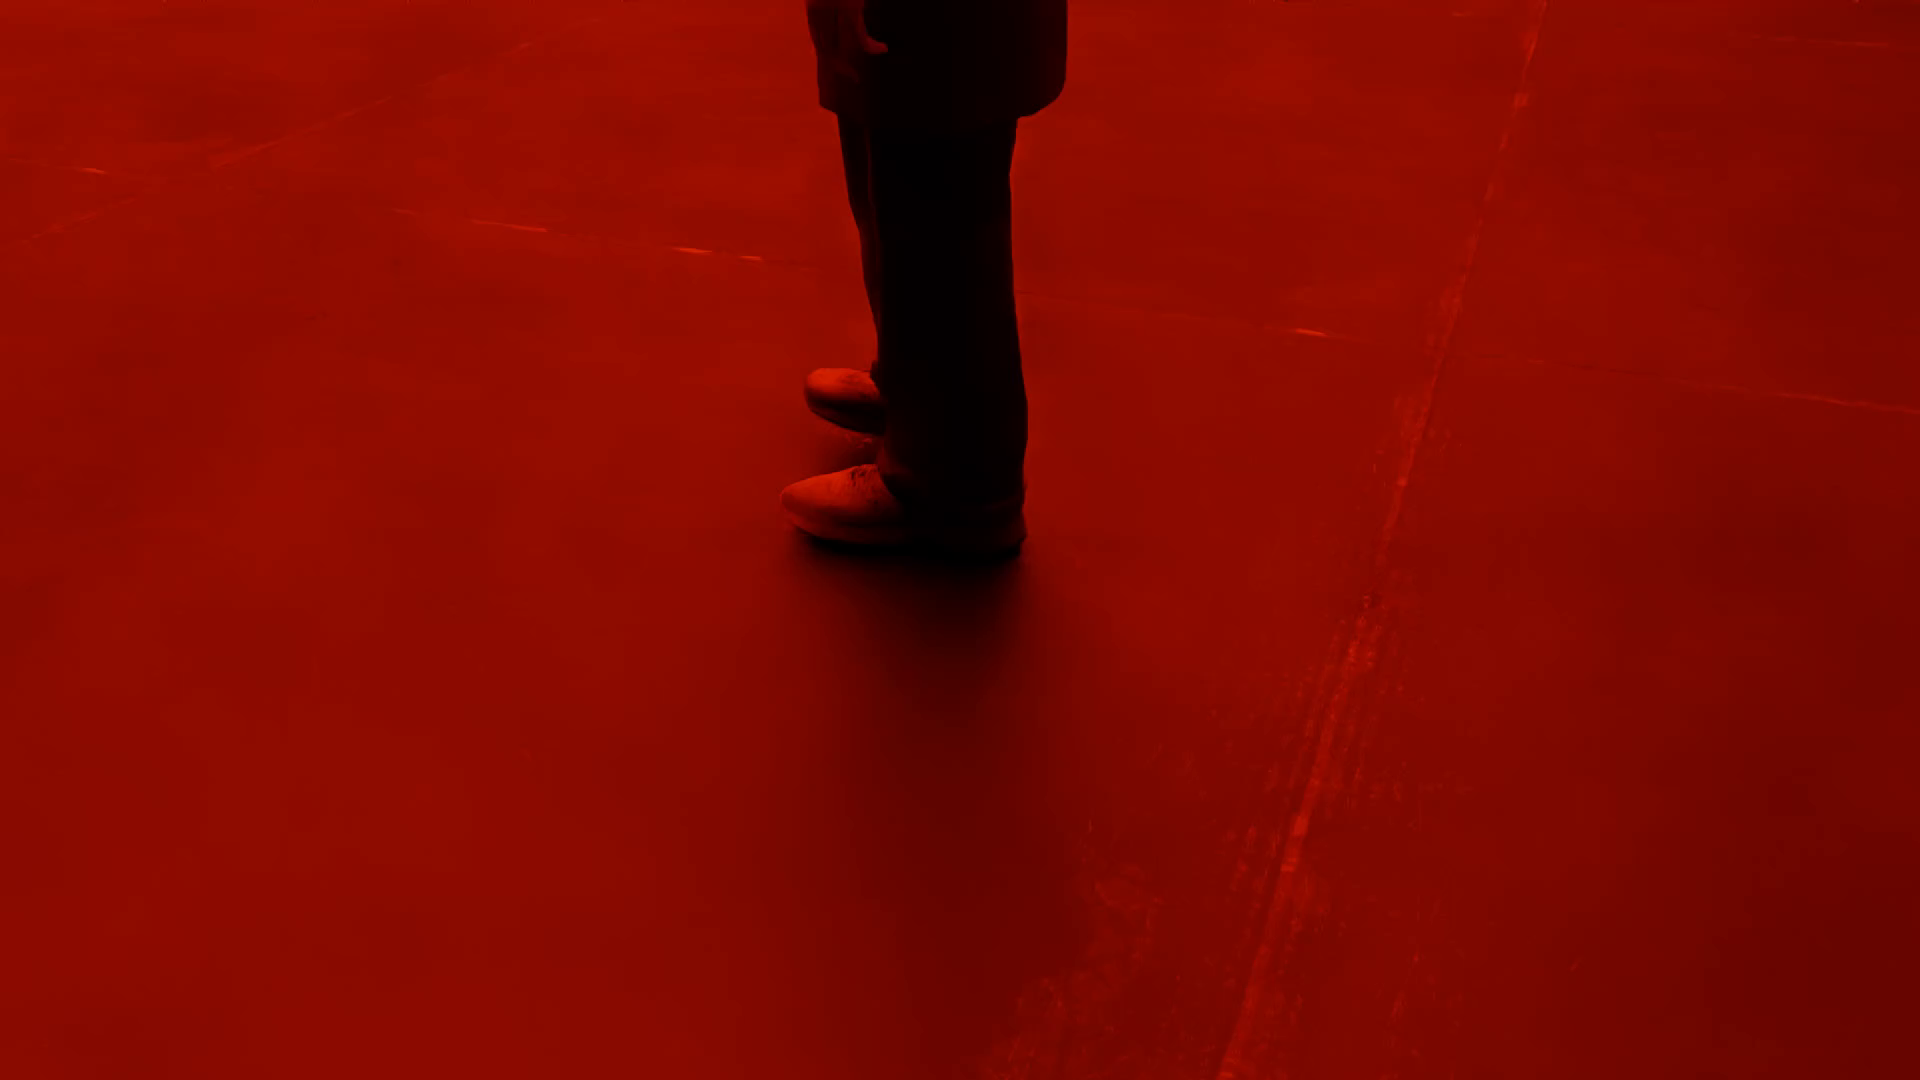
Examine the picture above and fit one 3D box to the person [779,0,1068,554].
[{"bbox_3d":[-0.082,-0.798,2.088,0.586,1.775,0.694,10,31,18],"label":"person"}]
